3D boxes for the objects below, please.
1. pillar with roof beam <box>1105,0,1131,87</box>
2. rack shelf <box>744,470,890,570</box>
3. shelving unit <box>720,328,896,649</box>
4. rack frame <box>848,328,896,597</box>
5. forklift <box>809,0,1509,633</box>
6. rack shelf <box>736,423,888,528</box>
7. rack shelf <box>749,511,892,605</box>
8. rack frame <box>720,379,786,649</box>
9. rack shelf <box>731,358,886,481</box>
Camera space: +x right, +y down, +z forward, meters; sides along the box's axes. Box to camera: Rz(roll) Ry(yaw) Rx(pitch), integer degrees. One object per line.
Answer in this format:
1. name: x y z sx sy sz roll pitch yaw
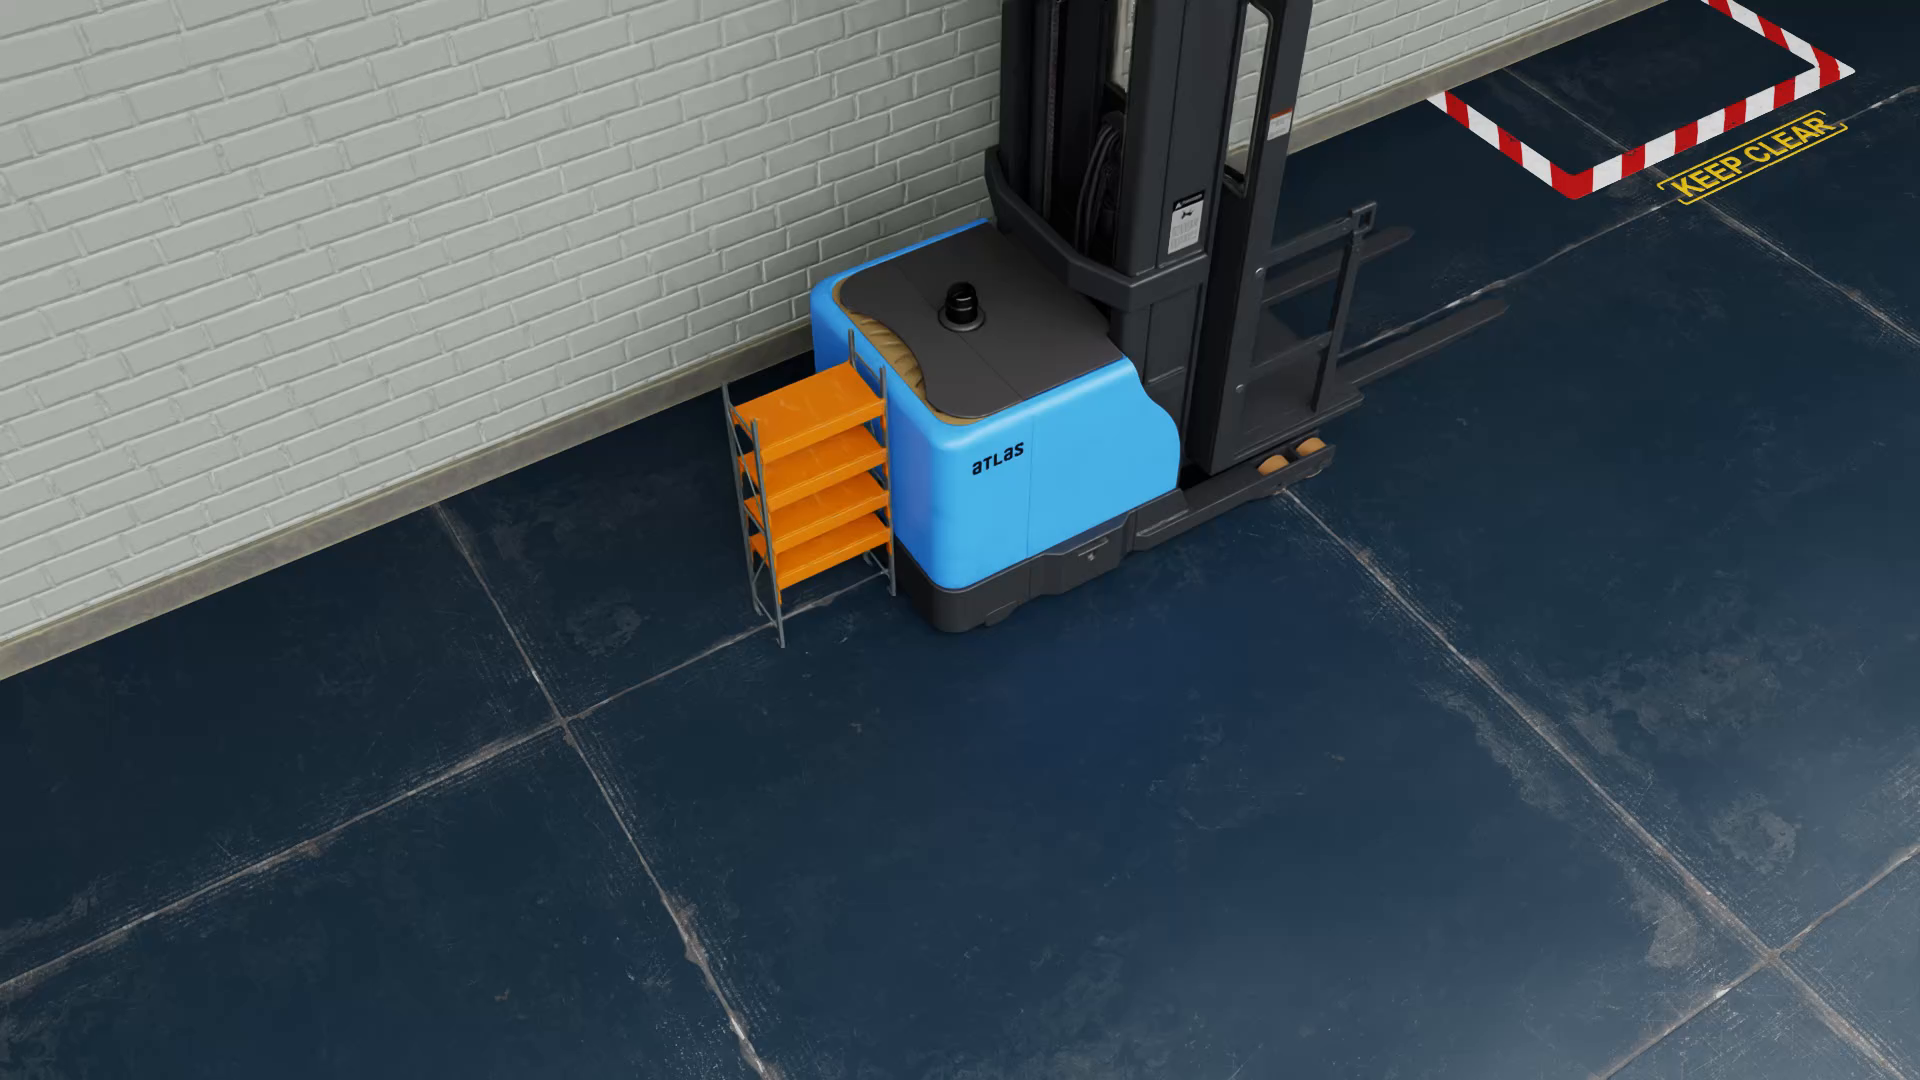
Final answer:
1. pillar with roof beam: 2.745 -1.549 2.049 0.400 9.000 9.100 -25 53 -21
2. rack shelf: -0.526 -0.114 6.083 0.480 0.148 0.258 -25 53 -20
3. shelving unit: -0.526 -0.159 6.033 0.503 1.200 0.258 -25 53 -20
4. rack frame: -0.319 -0.255 6.119 0.015 1.200 0.240 -25 53 -20
5. forklift: 0.955 -1.473 6.045 3.031 2.935 1.130 -25 53 -20
6. rack shelf: -0.526 -0.263 5.916 0.480 0.148 0.258 -25 53 -20
7. rack shelf: -0.526 0.018 6.232 0.480 0.148 0.258 -25 53 -20
8. rack frame: -0.734 -0.063 5.948 0.015 1.200 0.240 -25 53 -20
9. rack shelf: -0.526 -0.420 5.740 0.480 0.148 0.258 -25 53 -20
